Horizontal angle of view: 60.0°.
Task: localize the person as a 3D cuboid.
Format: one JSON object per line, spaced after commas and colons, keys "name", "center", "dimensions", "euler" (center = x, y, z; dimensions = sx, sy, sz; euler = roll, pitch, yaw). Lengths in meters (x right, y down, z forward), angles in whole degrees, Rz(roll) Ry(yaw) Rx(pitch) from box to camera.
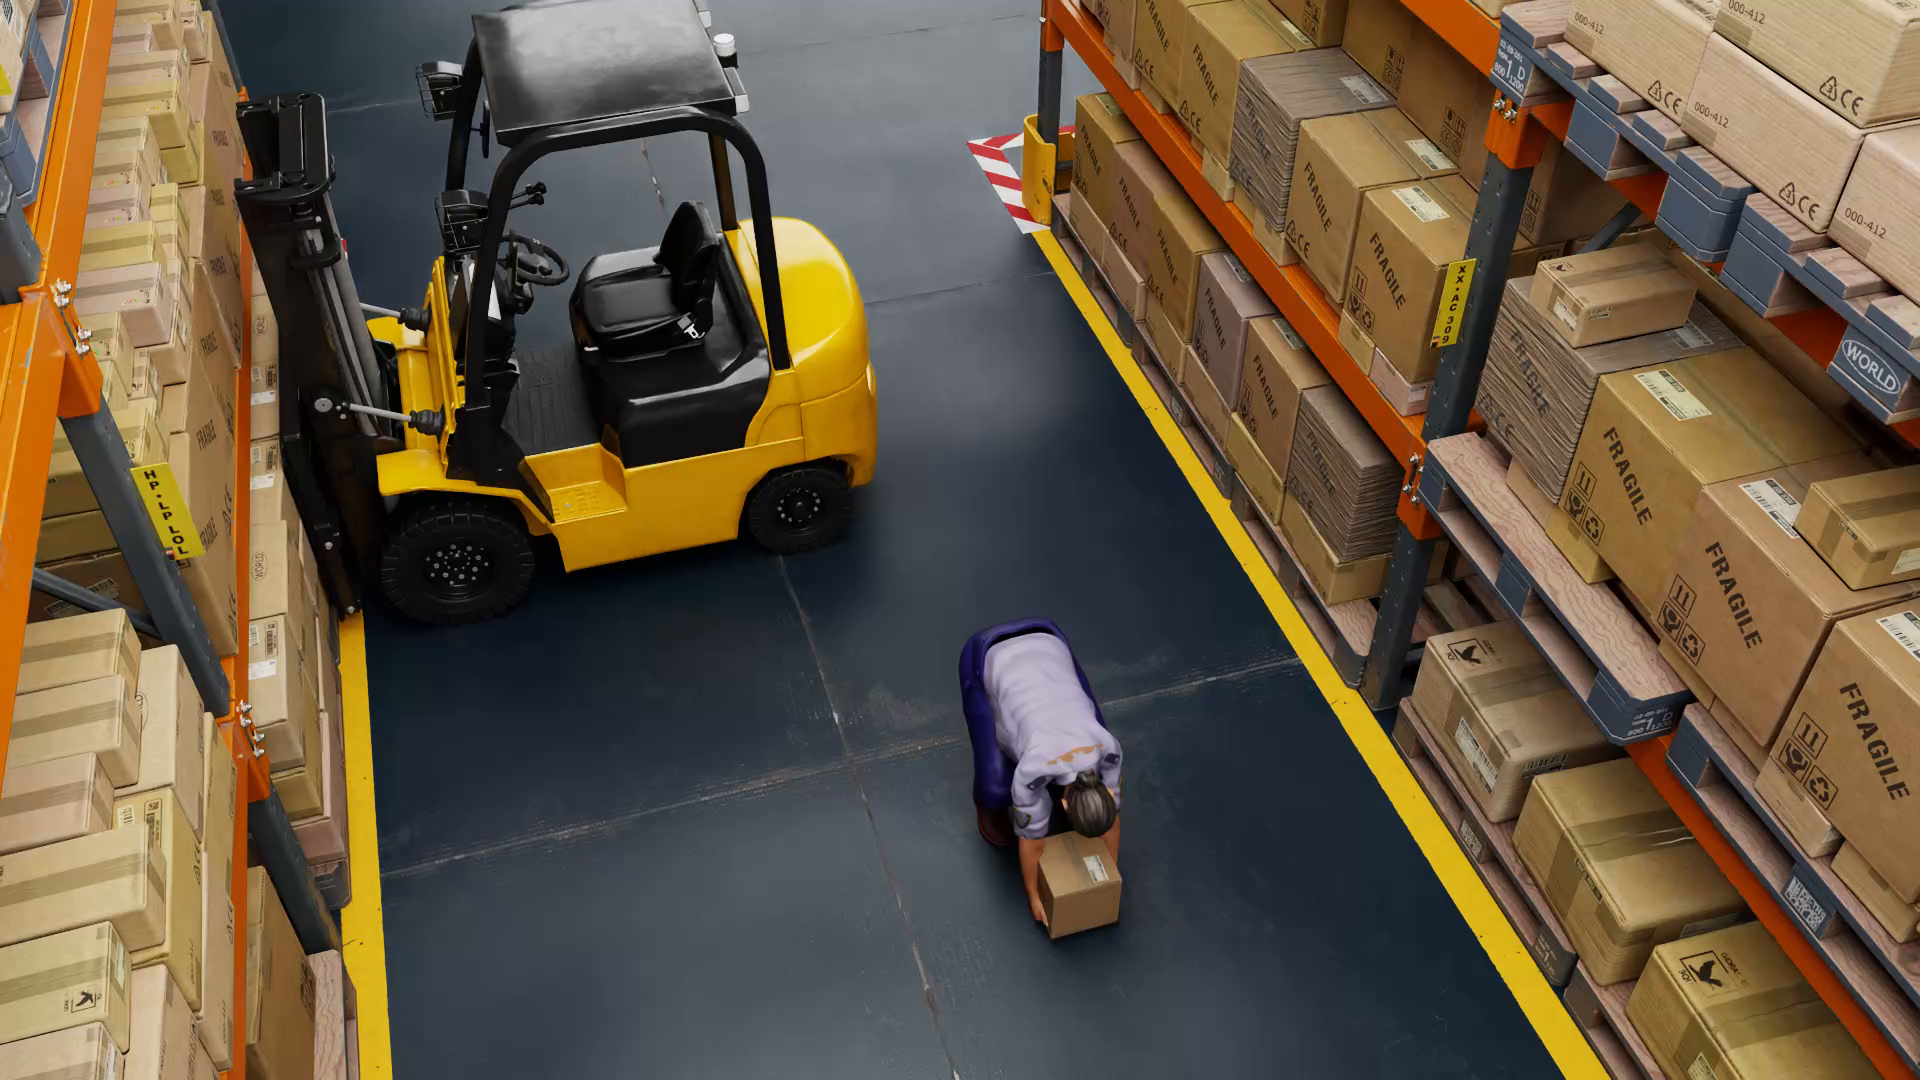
{"name": "person", "center": [0.311, 0.805, 5.882], "dimensions": [0.519, 0.854, 0.899], "euler": [-14, 44, -15]}
